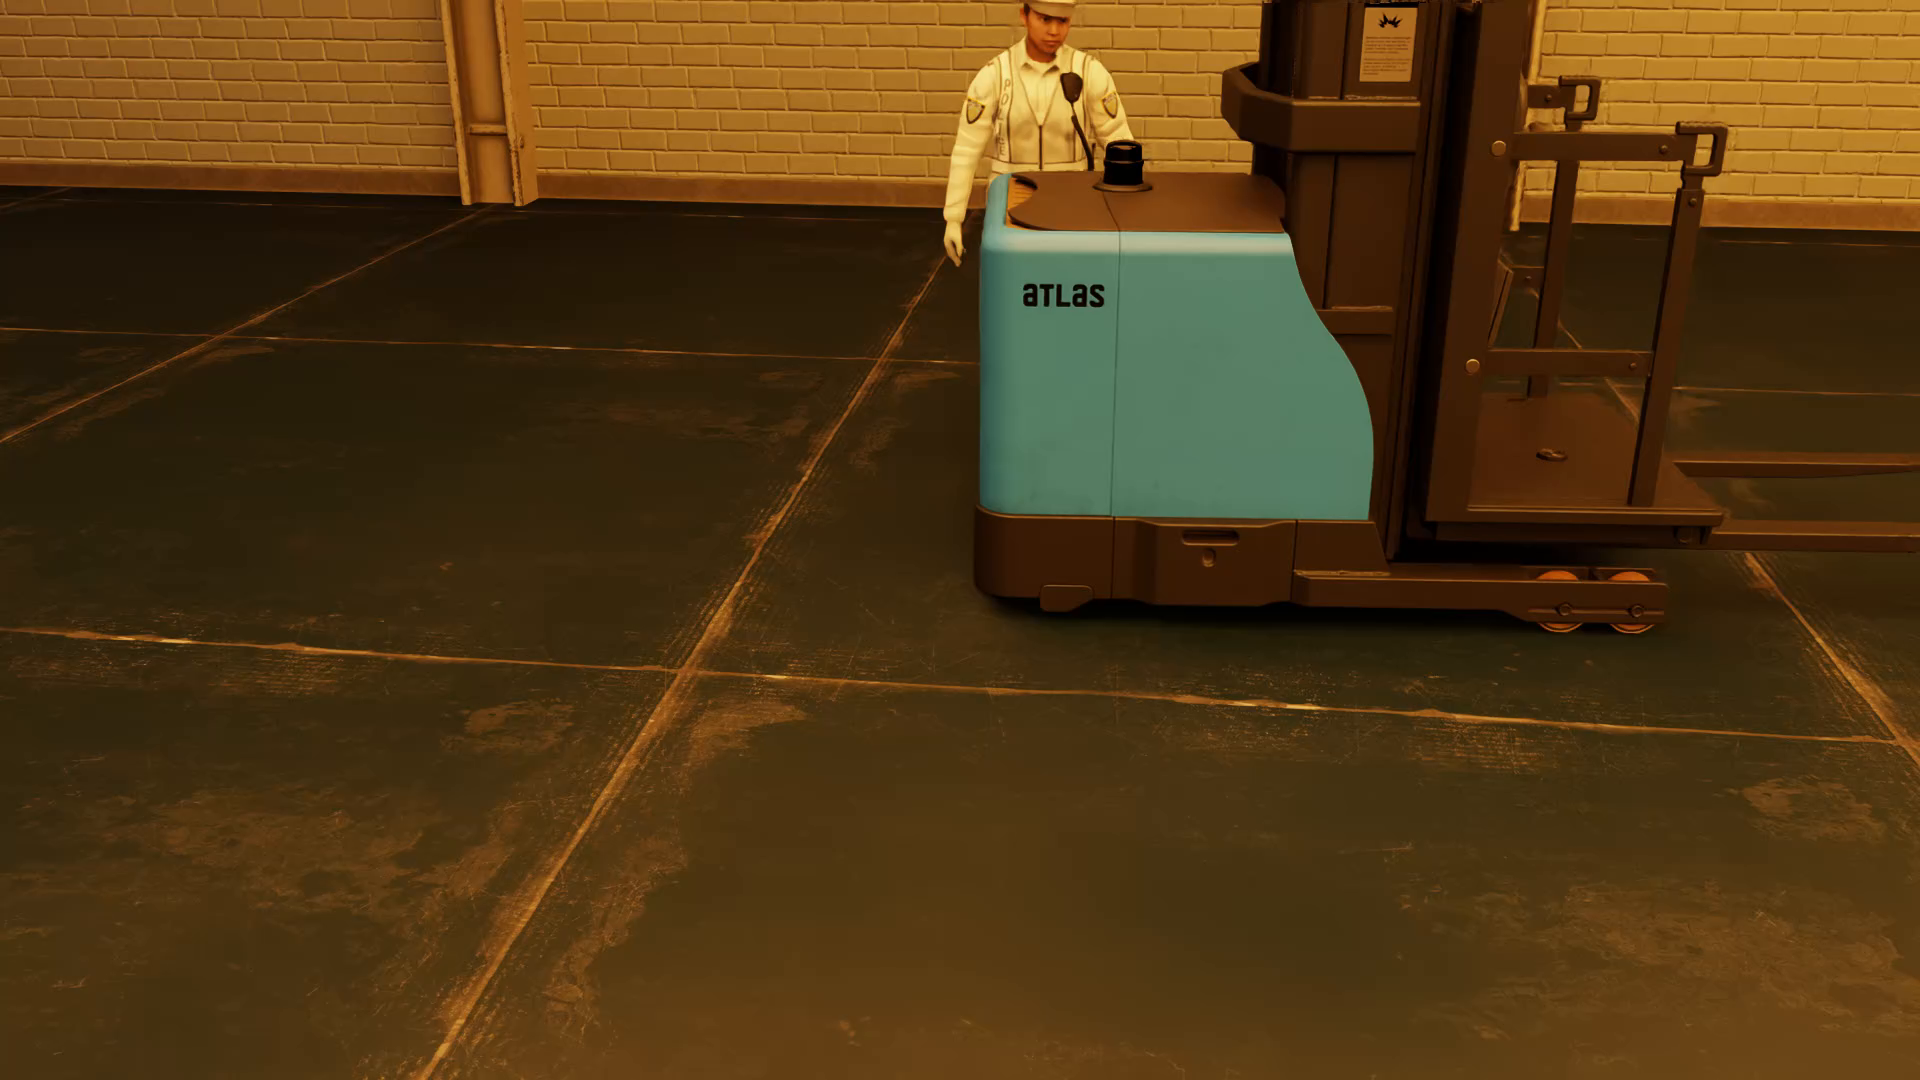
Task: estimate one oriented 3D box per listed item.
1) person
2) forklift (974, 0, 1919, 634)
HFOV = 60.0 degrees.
[{"bbox_3d":[0.294,-1.091,5.695,0.701,1.642,0.343,0,22,0],"label":"person"},{"bbox_3d":[1.573,-1.307,4.499,3.031,2.935,1.130,1,22,2],"label":"forklift"}]
